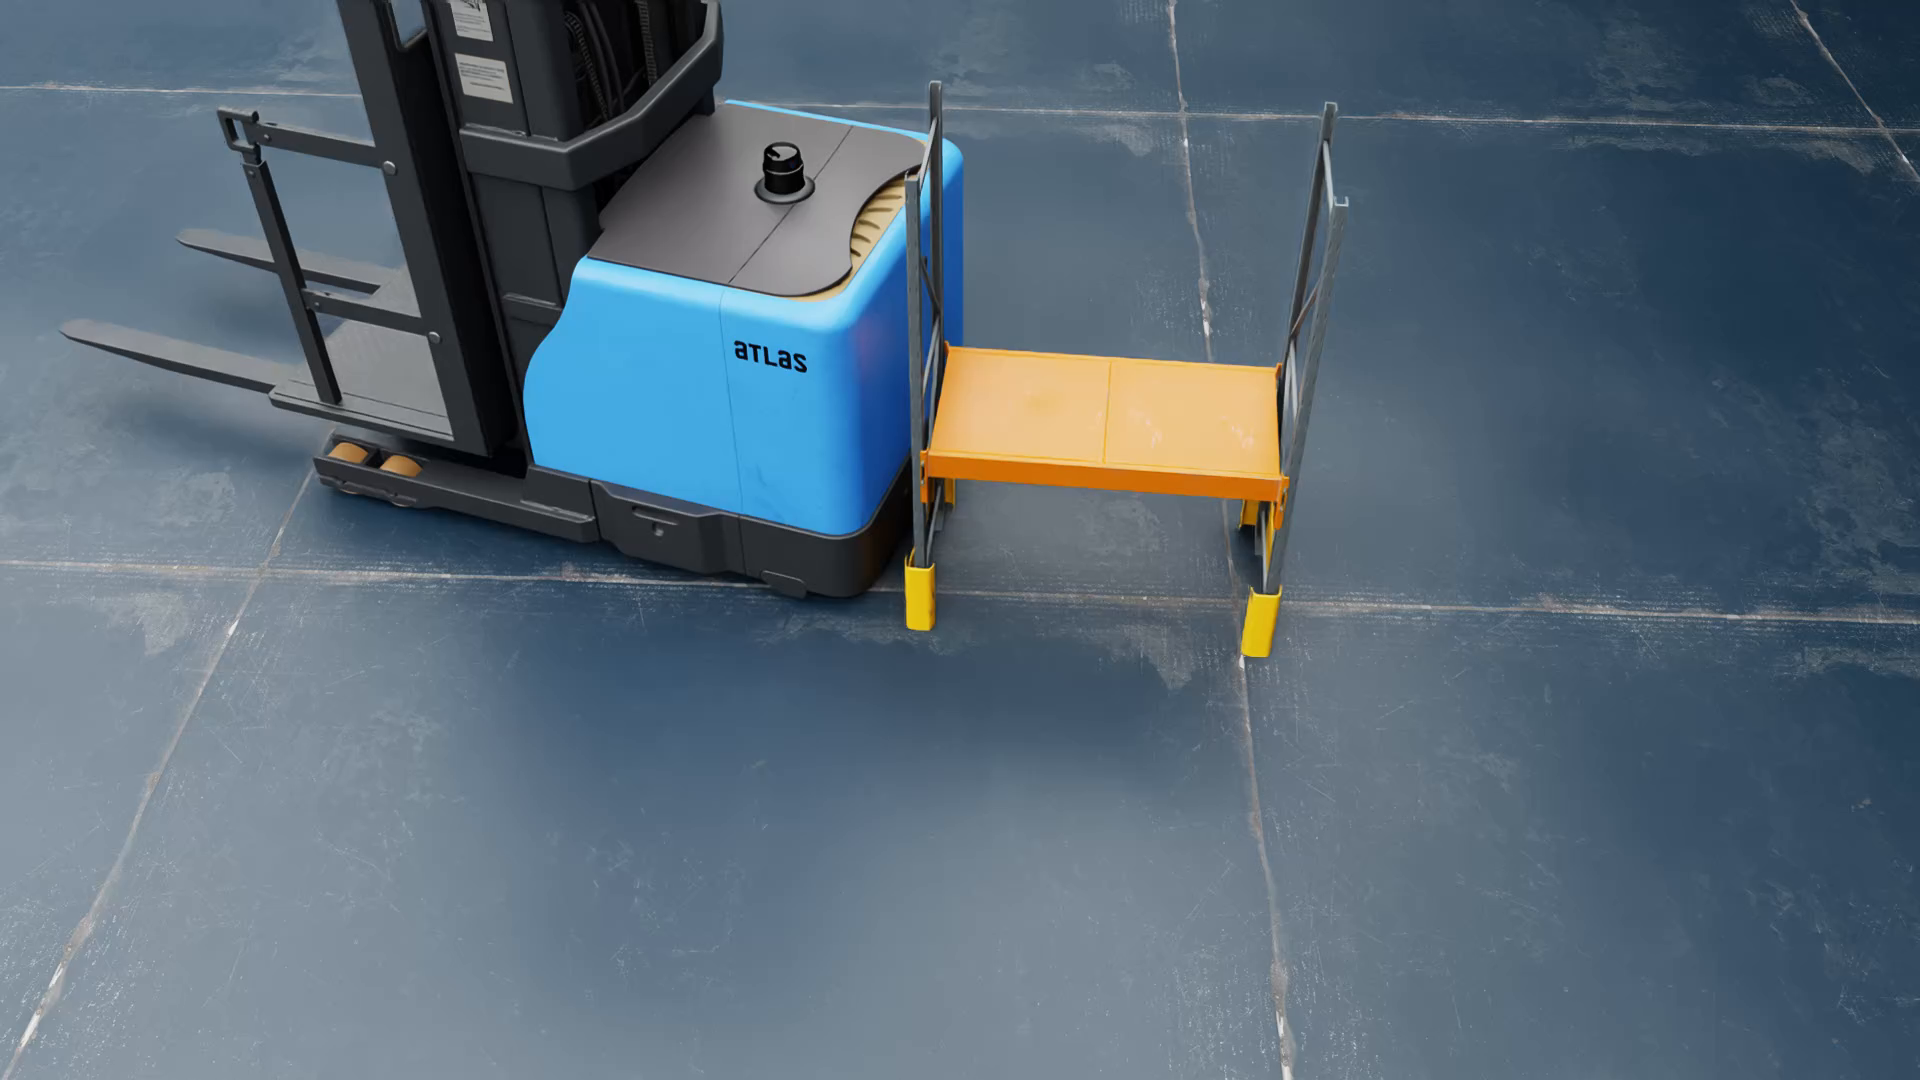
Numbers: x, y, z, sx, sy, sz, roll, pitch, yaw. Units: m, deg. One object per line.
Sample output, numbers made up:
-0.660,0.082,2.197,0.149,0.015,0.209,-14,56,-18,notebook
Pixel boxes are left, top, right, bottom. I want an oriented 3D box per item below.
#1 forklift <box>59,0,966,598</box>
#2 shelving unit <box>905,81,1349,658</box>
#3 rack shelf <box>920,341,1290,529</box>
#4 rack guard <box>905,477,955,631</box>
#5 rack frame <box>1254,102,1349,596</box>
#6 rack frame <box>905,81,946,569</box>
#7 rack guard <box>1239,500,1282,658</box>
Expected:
-1.549,-1.504,4.714,3.031,2.935,1.130,13,45,14,forklift
0.406,-0.441,4.623,1.083,1.500,0.587,4,43,5,shelving unit
0.415,-0.309,4.745,1.000,0.185,0.538,4,43,5,rack shelf
-0.089,-0.021,5.089,0.087,0.250,0.587,4,43,5,rack guard
0.921,-0.402,4.581,0.032,1.500,0.500,4,43,5,rack frame
-0.090,-0.479,4.663,0.032,1.500,0.500,4,43,5,rack frame
0.901,0.054,5.009,0.087,0.250,0.587,4,43,5,rack guard
